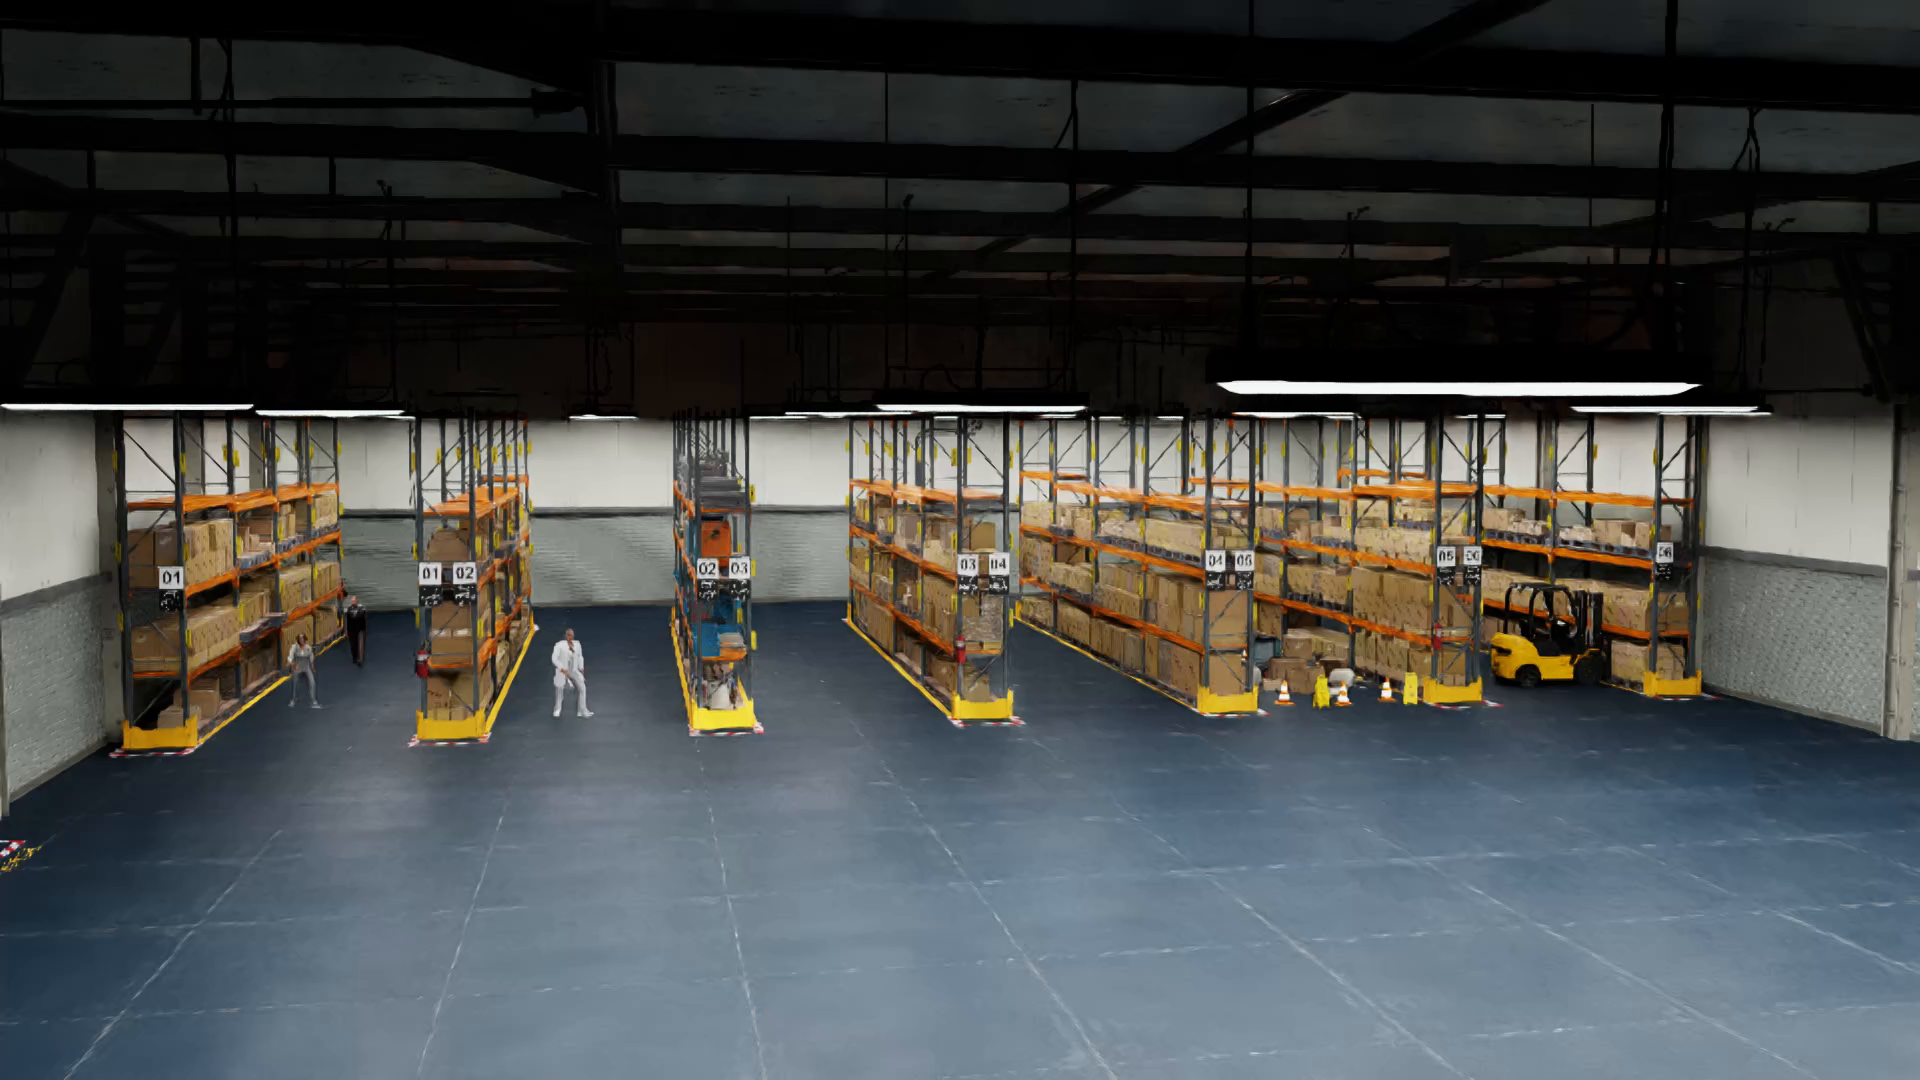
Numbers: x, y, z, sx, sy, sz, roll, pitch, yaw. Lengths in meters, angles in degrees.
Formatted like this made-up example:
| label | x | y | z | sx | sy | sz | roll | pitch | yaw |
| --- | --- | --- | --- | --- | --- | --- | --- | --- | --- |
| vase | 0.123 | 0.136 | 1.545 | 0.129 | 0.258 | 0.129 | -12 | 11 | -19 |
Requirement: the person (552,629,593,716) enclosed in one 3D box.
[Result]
| label | x | y | z | sx | sy | sz | roll | pitch | yaw |
| --- | --- | --- | --- | --- | --- | --- | --- | --- | --- |
| person | -7.588 | 2.564 | 32.200 | 0.704 | 1.723 | 0.838 | -3 | 5 | -32 |

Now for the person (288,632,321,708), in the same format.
| label | x | y | z | sx | sy | sz | roll | pitch | yaw |
| --- | --- | --- | --- | --- | --- | --- | --- | --- | --- |
| person | -13.145 | 2.585 | 33.225 | 0.568 | 1.528 | 0.780 | -2 | 5 | -30 |

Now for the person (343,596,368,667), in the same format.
| label | x | y | z | sx | sy | sz | roll | pitch | yaw |
| --- | --- | --- | --- | --- | --- | --- | --- | --- | --- |
| person | -14.146 | 2.118 | 38.883 | 0.546 | 1.643 | 1.105 | -1 | 4 | -13 |

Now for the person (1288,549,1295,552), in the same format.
| label | x | y | z | sx | sy | sz | roll | pitch | yaw |
| --- | --- | --- | --- | --- | --- | --- | --- | --- | --- |
| person | 10.663 | 1.107 | 53.359 | 0.506 | 1.662 | 0.567 | 3 | 5 | 38 |
